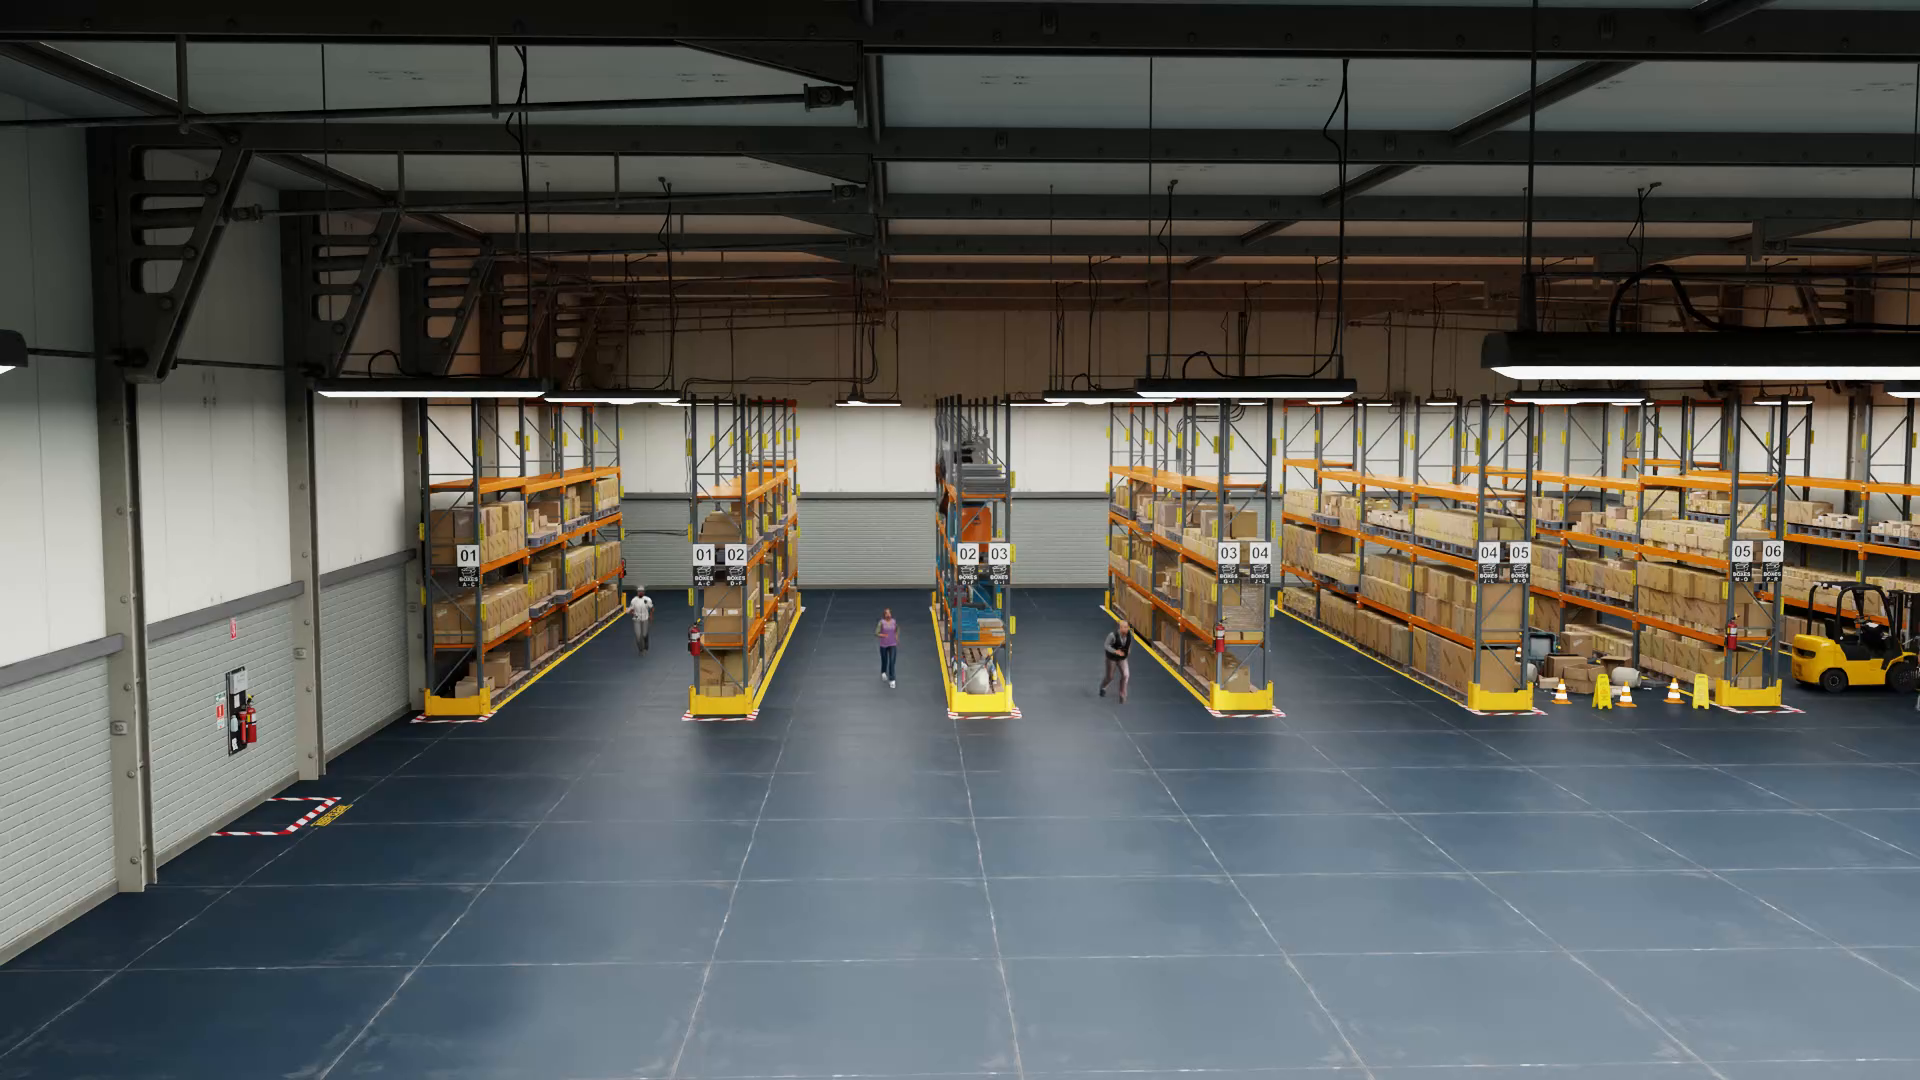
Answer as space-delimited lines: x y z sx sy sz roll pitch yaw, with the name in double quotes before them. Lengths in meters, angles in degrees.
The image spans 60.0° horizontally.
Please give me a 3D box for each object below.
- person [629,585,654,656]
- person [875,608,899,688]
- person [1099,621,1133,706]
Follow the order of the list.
"person" -7.374 1.869 38.531 0.569 1.661 0.554 -1 5 -8
"person" -1.490 2.202 34.323 0.536 1.589 0.878 -1 5 -12
"person" 3.028 2.374 32.500 0.701 1.682 0.994 -2 5 -26
